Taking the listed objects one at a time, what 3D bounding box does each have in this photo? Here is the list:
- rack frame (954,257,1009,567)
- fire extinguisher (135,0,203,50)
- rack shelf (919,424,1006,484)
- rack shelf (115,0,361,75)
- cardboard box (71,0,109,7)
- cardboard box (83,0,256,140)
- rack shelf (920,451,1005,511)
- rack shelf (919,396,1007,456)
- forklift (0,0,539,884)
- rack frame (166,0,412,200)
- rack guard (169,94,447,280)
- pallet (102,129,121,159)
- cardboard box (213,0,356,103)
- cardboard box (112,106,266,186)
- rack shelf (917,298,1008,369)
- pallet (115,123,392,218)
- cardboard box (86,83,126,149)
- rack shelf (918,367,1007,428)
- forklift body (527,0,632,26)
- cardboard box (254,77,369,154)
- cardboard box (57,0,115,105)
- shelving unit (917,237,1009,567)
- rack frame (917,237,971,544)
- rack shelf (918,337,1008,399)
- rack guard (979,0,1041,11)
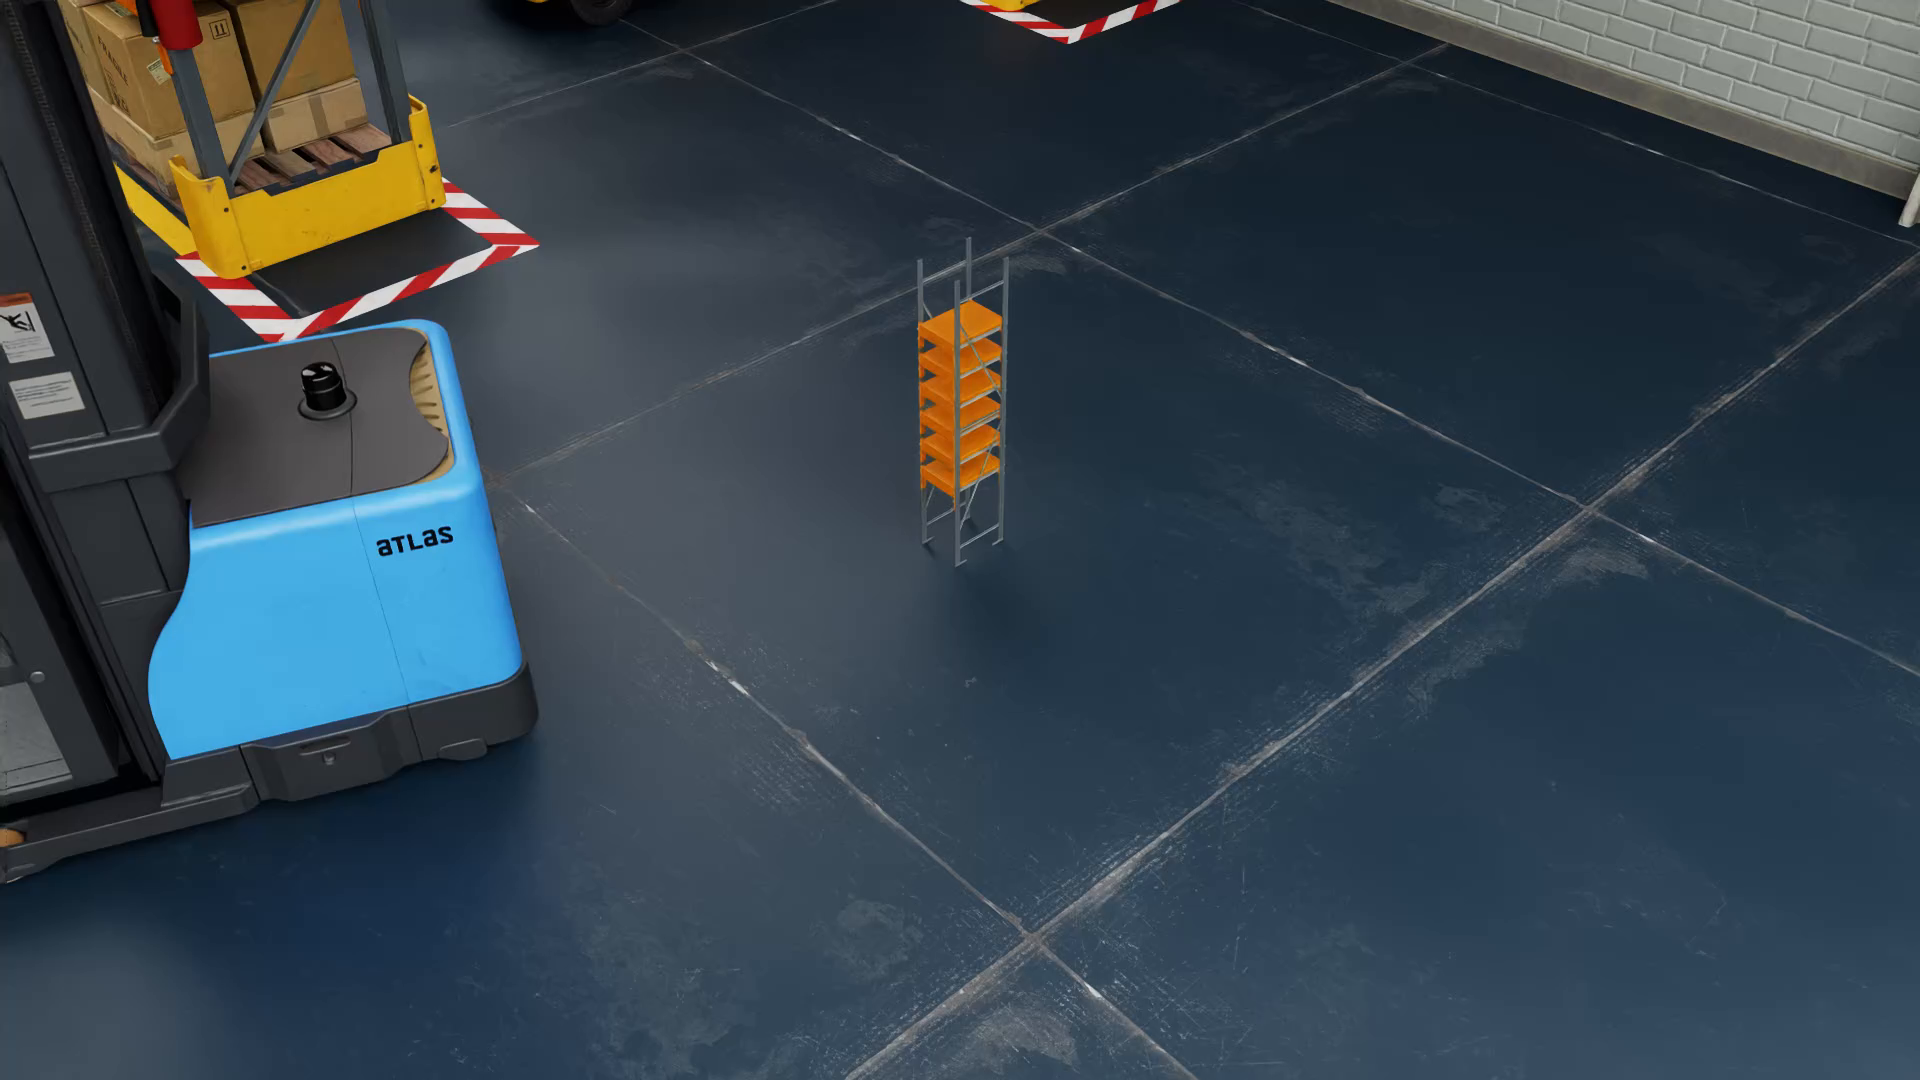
[{"bbox_3d":[0.072,-0.418,5.812,0.240,1.200,0.006,-30,48,-32],"label":"rack frame"},{"bbox_3d":[-3.310,-2.378,6.869,0.296,0.674,0.183,-30,48,-32],"label":"fire extinguisher"},{"bbox_3d":[0.010,-0.332,5.968,0.258,0.103,0.180,-30,48,-32],"label":"rack shelf"},{"bbox_3d":[-4.401,-3.303,8.525,1.077,0.370,4.000,-30,48,-32],"label":"rack shelf"},{"bbox_3d":[-4.080,-2.696,7.942,0.380,0.149,0.250,-29,47,-31],"label":"cardboard box"},{"bbox_3d":[-3.782,-2.303,7.971,0.500,0.500,0.500,-30,47,-31],"label":"cardboard box"},{"bbox_3d":[0.010,-0.239,6.043,0.258,0.103,0.180,-30,48,-32],"label":"rack shelf"},{"bbox_3d":[0.010,-0.426,5.893,0.258,0.103,0.180,-30,48,-32],"label":"rack shelf"},{"bbox_3d":[-2.947,-0.447,4.470,3.031,2.935,1.130,-13,41,-16],"label":"forklift"},{"bbox_3d":[-3.048,-2.657,7.153,1.000,3.000,0.127,-30,48,-32],"label":"rack frame"},{"bbox_3d":[-3.099,-1.720,7.982,1.175,0.500,0.348,-30,48,-32],"label":"rack guard"},{"bbox_3d":[-4.444,-2.563,9.255,1.003,0.211,1.213,-30,48,-32],"label":"pallet"},{"bbox_3d":[-3.406,-2.544,8.270,0.500,0.500,0.500,-32,49,-33],"label":"cardboard box"},{"bbox_3d":[-3.809,-2.022,8.220,0.500,0.250,0.500,-30,48,-32],"label":"cardboard box"},{"bbox_3d":[0.010,-0.706,5.666,0.258,0.103,0.180,-30,48,-32],"label":"rack shelf"},{"bbox_3d":[-3.623,-1.999,8.557,1.003,0.211,1.213,-30,48,-32],"label":"pallet"},{"bbox_3d":[-4.137,-2.254,8.507,0.500,0.250,0.500,-30,48,-32],"label":"cardboard box"},{"bbox_3d":[0.010,-0.519,5.817,0.258,0.103,0.180,-30,48,-32],"label":"rack shelf"},{"bbox_3d":[-2.021,-4.540,10.160,2.313,2.155,1.214,-30,48,-32],"label":"forklift body"},{"bbox_3d":[-3.390,-2.242,8.492,0.500,0.250,0.500,-30,48,-32],"label":"cardboard box"},{"bbox_3d":[-4.137,-2.543,8.268,0.500,0.500,0.500,-28,47,-30],"label":"cardboard box"},{"bbox_3d":[0.010,-0.460,5.865,0.258,1.200,0.189,-30,48,-32],"label":"shelving unit"},{"bbox_3d":[-0.052,-0.502,5.917,0.240,1.200,0.006,-30,48,-32],"label":"rack frame"},{"bbox_3d":[0.010,-0.612,5.742,0.258,0.103,0.180,-30,48,-32],"label":"rack shelf"},{"bbox_3d":[0.622,-3.785,10.538,1.175,0.500,0.348,-30,48,-32],"label":"rack guard"}]
